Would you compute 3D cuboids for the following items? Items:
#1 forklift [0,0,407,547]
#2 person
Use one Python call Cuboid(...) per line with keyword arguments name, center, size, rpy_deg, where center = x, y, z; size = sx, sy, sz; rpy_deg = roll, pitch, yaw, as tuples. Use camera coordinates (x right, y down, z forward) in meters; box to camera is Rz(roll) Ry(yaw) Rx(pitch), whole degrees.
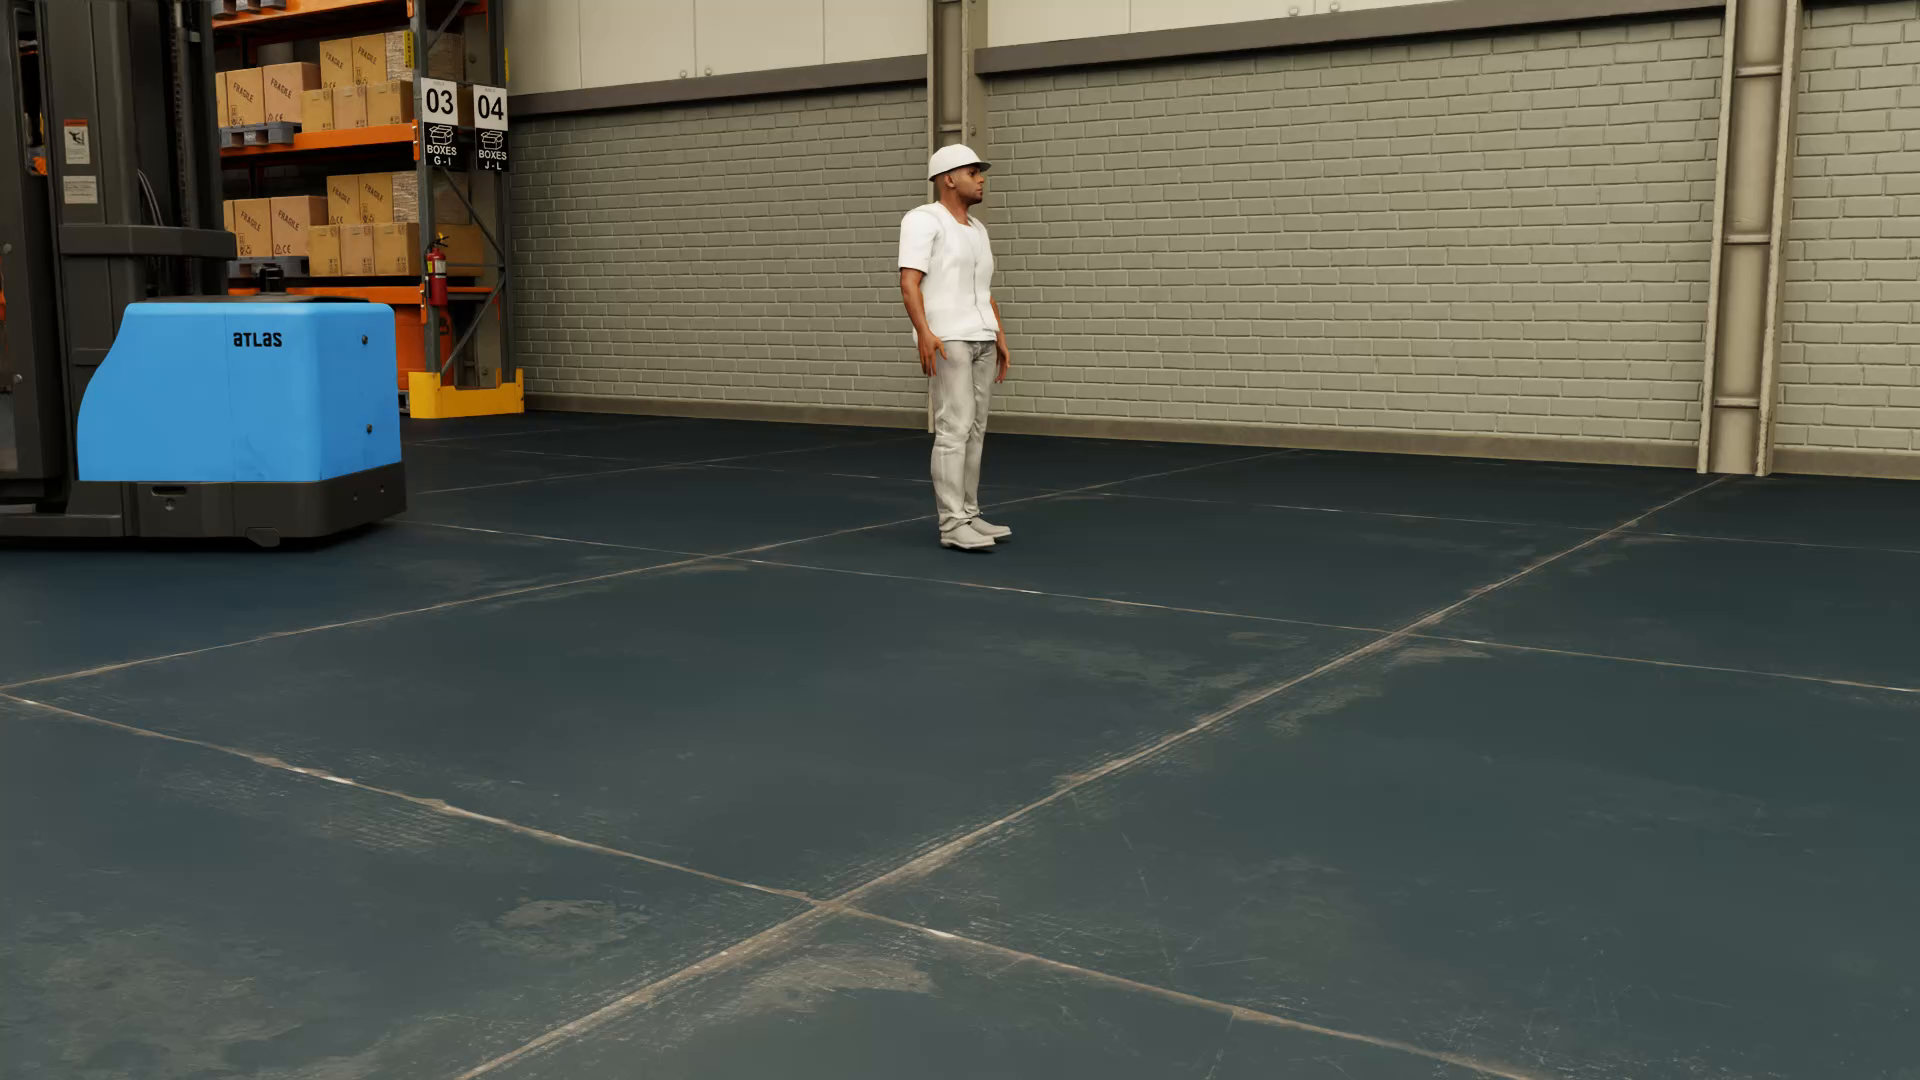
Cuboid(name="forklift", center=(-4.233, -1.475, 7.562), size=(3.031, 2.935, 1.130), rpy_deg=(0, 8, 3))
Cuboid(name="person", center=(0.055, -0.876, 7.435), size=(0.575, 1.768, 0.665), rpy_deg=(5, 10, 34))
